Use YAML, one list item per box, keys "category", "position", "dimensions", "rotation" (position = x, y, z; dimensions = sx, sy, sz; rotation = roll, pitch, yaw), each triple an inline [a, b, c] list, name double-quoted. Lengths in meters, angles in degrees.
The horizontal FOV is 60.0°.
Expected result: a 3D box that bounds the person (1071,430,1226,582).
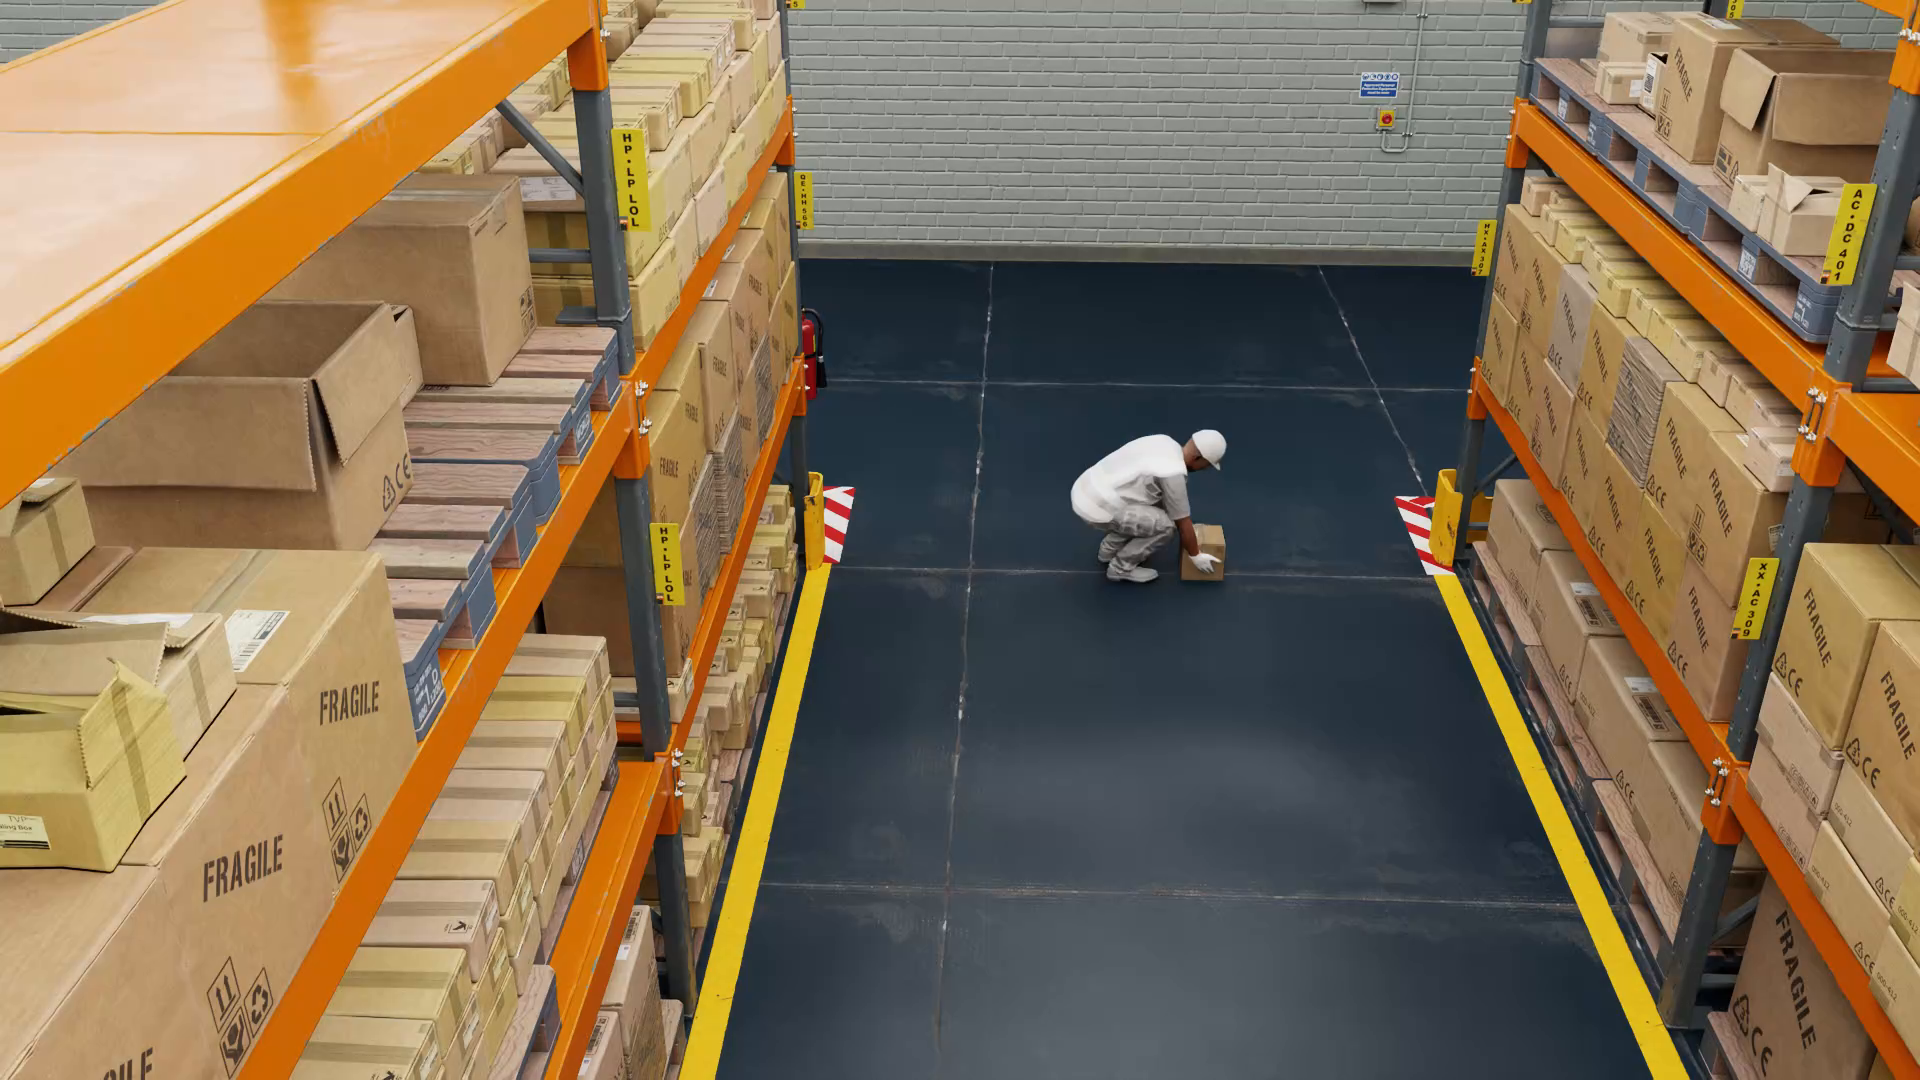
- category: "person"
  position: [1.121, -0.233, 9.991]
  dimensions: [0.906, 0.907, 0.568]
  rotation: [1, 28, 2]
